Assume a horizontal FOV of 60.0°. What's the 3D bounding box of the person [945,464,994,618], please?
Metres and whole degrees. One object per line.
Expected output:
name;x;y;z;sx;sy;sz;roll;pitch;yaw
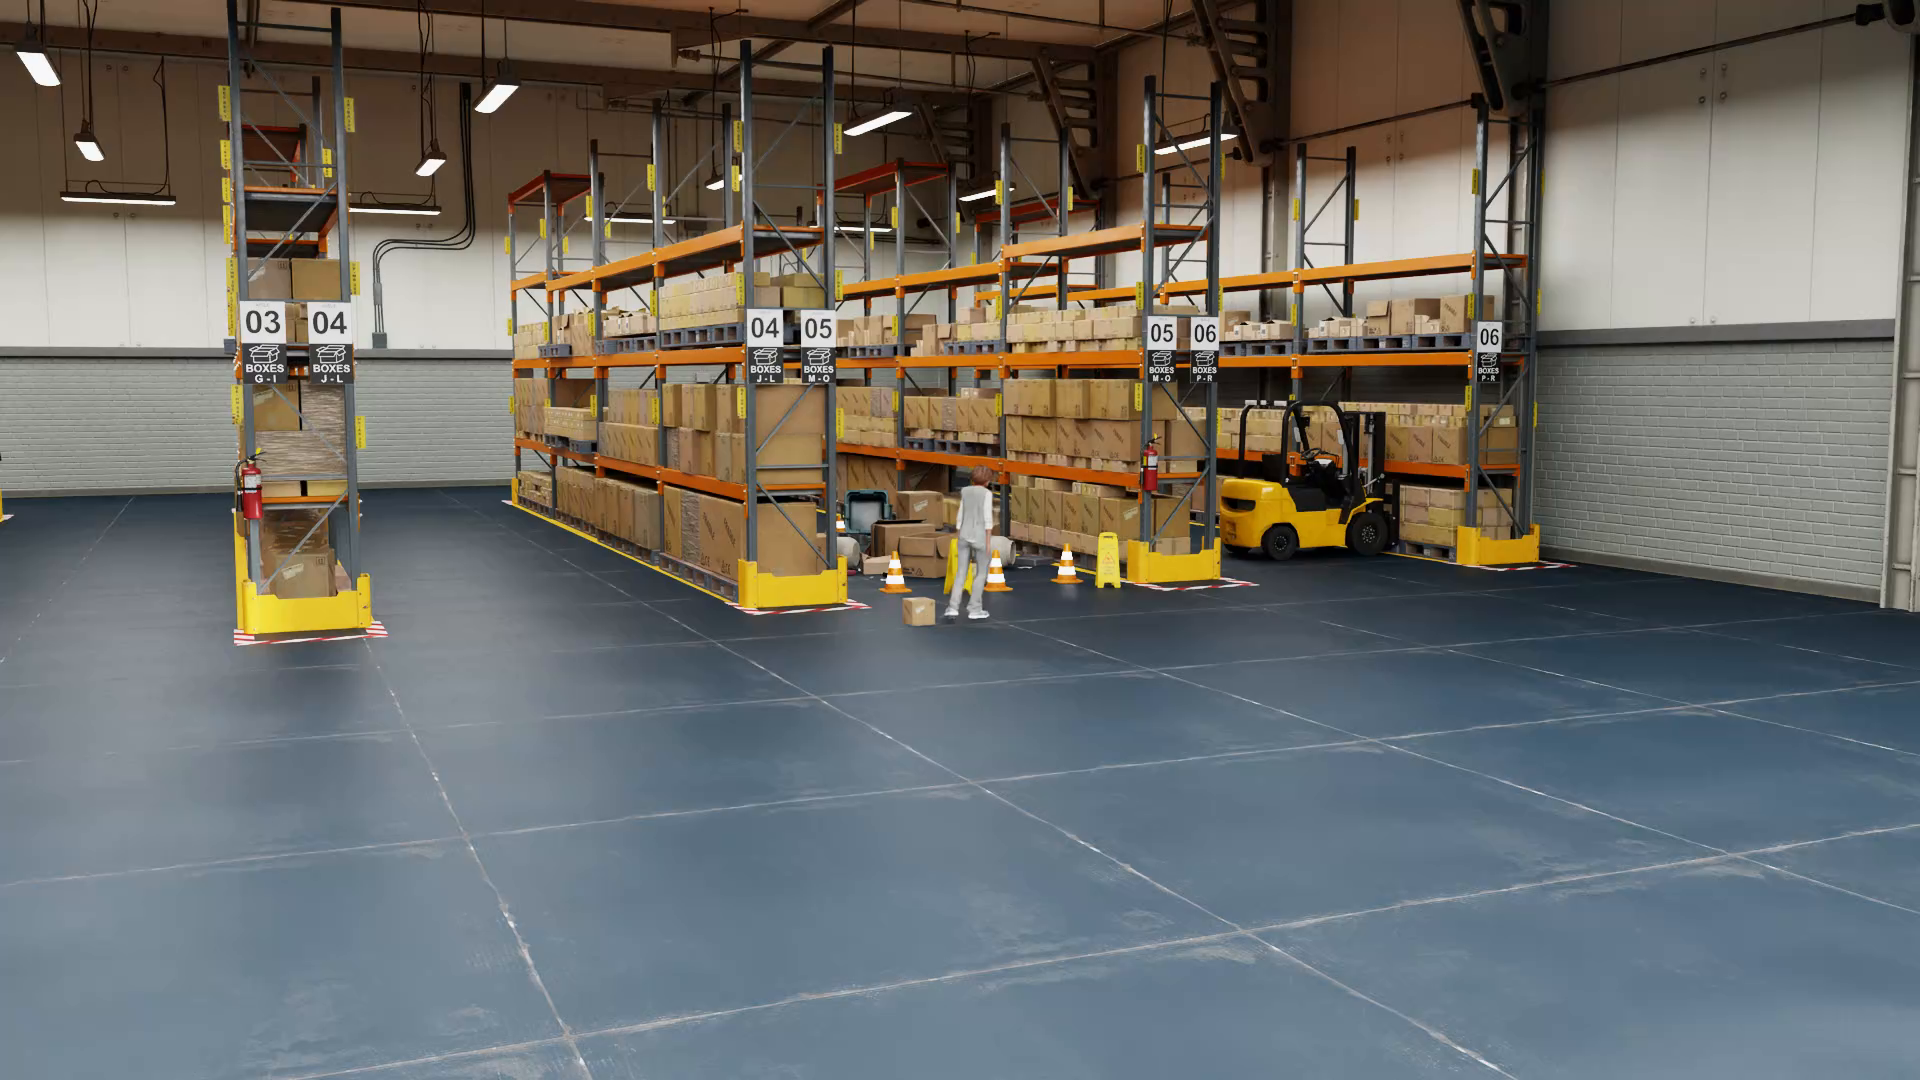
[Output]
person;0.103;0.025;16.968;0.470;1.585;0.513;4;7;32
